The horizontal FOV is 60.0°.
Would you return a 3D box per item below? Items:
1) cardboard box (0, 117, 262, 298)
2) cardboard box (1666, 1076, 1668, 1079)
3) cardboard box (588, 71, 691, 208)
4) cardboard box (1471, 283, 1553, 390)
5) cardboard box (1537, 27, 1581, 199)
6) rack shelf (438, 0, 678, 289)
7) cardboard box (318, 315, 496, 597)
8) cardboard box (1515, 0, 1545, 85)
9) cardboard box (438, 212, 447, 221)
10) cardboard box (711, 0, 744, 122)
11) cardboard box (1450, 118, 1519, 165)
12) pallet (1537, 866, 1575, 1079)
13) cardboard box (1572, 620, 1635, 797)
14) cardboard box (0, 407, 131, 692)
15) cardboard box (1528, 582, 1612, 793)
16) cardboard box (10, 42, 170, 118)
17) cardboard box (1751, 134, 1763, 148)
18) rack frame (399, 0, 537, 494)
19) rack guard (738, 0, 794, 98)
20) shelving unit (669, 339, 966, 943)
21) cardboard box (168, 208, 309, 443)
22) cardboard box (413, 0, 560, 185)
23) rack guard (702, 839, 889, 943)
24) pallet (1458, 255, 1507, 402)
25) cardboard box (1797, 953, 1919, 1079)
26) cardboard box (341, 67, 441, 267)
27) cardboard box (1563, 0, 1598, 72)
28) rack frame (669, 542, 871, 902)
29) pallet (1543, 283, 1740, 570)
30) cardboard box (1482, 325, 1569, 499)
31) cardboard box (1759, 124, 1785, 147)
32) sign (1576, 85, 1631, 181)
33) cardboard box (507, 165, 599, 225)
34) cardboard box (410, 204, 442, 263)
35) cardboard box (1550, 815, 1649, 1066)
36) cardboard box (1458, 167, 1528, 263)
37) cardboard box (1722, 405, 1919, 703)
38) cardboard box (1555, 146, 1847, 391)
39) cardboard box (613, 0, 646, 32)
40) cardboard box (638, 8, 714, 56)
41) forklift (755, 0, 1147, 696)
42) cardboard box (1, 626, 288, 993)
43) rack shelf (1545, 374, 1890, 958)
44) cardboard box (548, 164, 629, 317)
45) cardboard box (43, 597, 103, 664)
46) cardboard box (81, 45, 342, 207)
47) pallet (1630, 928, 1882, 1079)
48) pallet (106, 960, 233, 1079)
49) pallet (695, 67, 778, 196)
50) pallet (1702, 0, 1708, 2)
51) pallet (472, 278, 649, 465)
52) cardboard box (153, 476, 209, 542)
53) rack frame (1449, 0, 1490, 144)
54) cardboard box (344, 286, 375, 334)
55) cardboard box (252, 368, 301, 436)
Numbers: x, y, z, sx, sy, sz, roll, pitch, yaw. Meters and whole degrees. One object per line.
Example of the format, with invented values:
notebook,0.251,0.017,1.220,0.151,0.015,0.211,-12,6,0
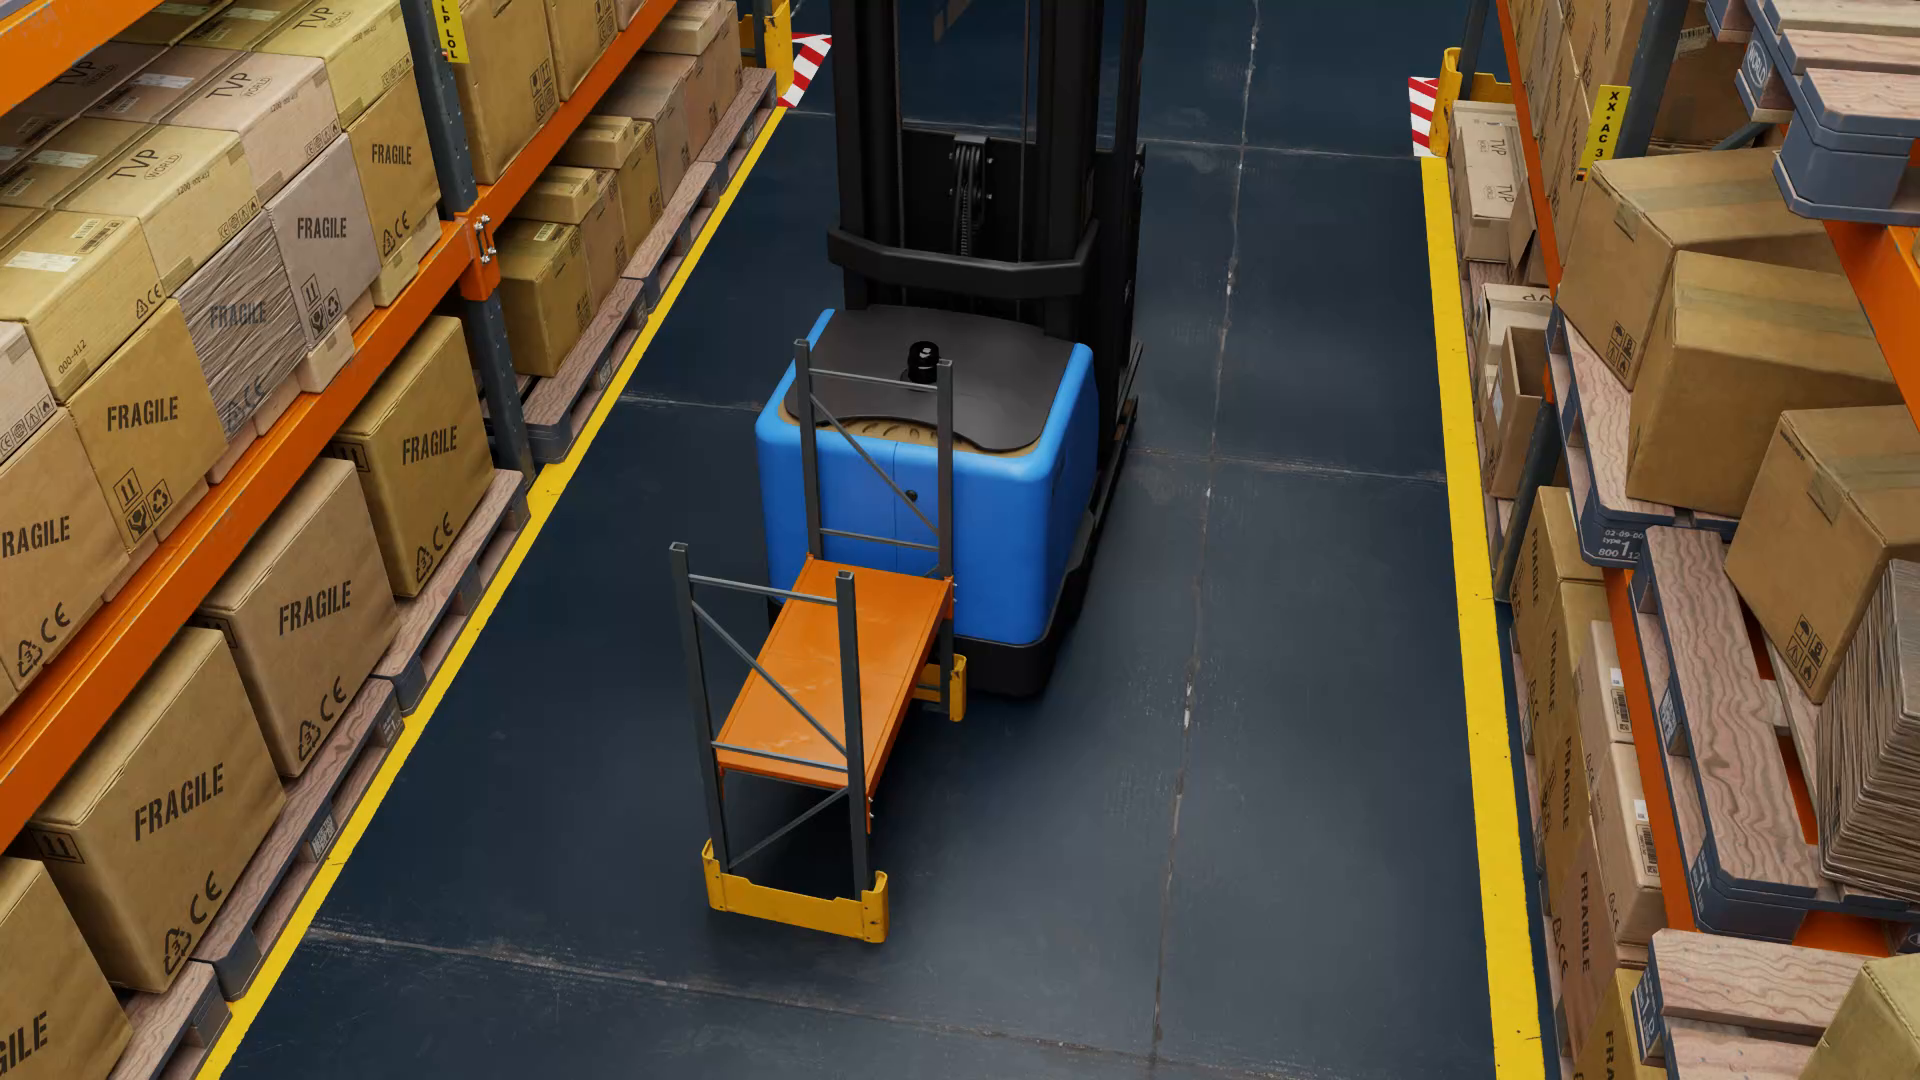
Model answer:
cardboard box,-2.318,-0.928,4.602,0.500,0.250,0.500,7,40,9
cardboard box,1.821,1.471,3.644,0.500,0.250,0.500,8,40,9
cardboard box,-1.806,-2.068,8.529,0.700,0.500,0.500,5,40,6
cardboard box,2.525,-0.888,7.235,0.500,0.311,0.500,6,40,8
cardboard box,2.498,-1.599,6.252,0.500,0.500,0.500,7,40,9
rack shelf,-1.957,-2.417,7.884,1.077,0.370,4.000,6,40,8
cardboard box,-2.288,-0.350,6.177,0.750,0.750,0.750,7,40,8
cardboard box,2.670,-2.242,7.029,0.500,0.500,0.500,7,40,8
cardboard box,-2.293,-1.277,7.063,0.380,0.149,0.250,6,40,7
cardboard box,-1.634,-2.698,9.291,0.700,0.500,0.500,6,40,8
cardboard box,2.814,-2.101,8.816,0.380,0.166,0.250,6,40,8
pallet,2.264,1.462,4.816,1.003,0.211,1.213,6,40,8
cardboard box,2.080,0.514,4.802,0.500,0.250,0.500,6,40,8
cardboard box,-2.472,-0.005,4.075,0.500,0.500,0.500,6,40,7
cardboard box,2.171,0.511,5.394,0.500,0.500,0.500,7,40,8
cardboard box,-2.723,-1.300,5.052,0.500,0.250,0.500,7,40,8
cardboard box,2.933,-1.224,5.797,0.500,0.500,0.500,7,40,9
rack frame,-2.303,-1.439,6.137,1.000,3.000,0.127,6,40,8
rack guard,-1.607,-3.001,9.988,1.175,0.500,0.348,6,40,8
shelving unit,-0.391,0.312,5.196,0.587,1.500,1.083,9,40,11
cardboard box,-2.309,-0.647,4.851,0.500,0.500,0.500,6,40,8
cardboard box,-2.193,-1.893,6.451,0.980,0.700,0.700,7,40,8
rack guard,-0.514,1.101,5.222,0.587,0.250,0.087,9,40,11
pallet,2.905,-1.019,7.817,1.003,0.211,1.213,6,40,8
cardboard box,1.882,1.007,2.770,0.700,0.500,0.500,-6,40,-7
cardboard box,-2.135,-1.282,5.620,0.500,0.500,0.500,6,40,7
cardboard box,2.495,-1.987,5.936,0.500,0.500,0.500,6,40,7
rack frame,-0.519,0.631,4.810,0.500,1.500,0.032,9,40,11
pallet,2.331,-0.332,4.948,1.003,0.211,1.213,6,40,8
cardboard box,2.396,-0.490,6.605,0.500,0.500,0.500,6,40,8
cardboard box,2.935,-1.584,5.448,0.500,0.500,0.500,7,40,9
sign,2.041,-1.284,5.269,0.100,0.325,0.005,6,40,8
cardboard box,-1.834,-1.540,7.382,0.380,0.149,0.250,8,40,9
cardboard box,-2.083,-1.107,5.916,0.380,0.149,0.250,7,40,8
cardboard box,1.990,1.141,4.632,0.500,0.500,0.500,5,40,6
cardboard box,2.722,-1.578,8.117,0.500,0.250,0.500,6,40,8
cardboard box,2.332,0.020,3.964,0.700,0.500,0.500,-3,40,-4
cardboard box,2.274,-0.823,4.983,0.700,0.500,0.500,-6,40,-7
cardboard box,-1.945,-2.809,7.558,0.980,0.700,0.700,5,40,6
cardboard box,-1.520,-2.686,8.768,0.380,0.149,0.250,7,40,9
forklift,0.157,-1.518,6.286,1.130,2.935,3.031,9,40,11
cardboard box,-2.581,0.742,4.856,0.750,0.750,0.750,6,40,7
rack shelf,2.230,0.637,4.190,1.077,0.370,4.000,6,40,8
cardboard box,-1.983,-1.411,7.734,0.700,0.500,0.500,6,40,7
cardboard box,-2.515,0.169,4.373,0.380,0.149,0.250,7,40,8
cardboard box,-2.230,-1.248,4.989,0.500,0.250,0.500,7,40,9
pallet,1.932,1.256,3.027,1.213,0.211,1.003,6,40,8
pallet,-2.785,1.659,4.577,1.003,0.211,1.213,6,40,8
pallet,-1.672,-2.364,9.444,1.003,0.211,1.213,6,40,8
pallet,2.395,-1.577,4.097,1.213,0.211,1.003,6,40,8
pallet,-2.094,-0.833,7.592,1.003,0.211,1.213,6,40,8
cardboard box,-2.403,-0.149,4.757,0.380,0.149,0.250,8,40,9
rack frame,3.269,-3.406,8.515,1.000,3.000,0.127,6,40,8
cardboard box,-2.192,-0.788,5.531,0.380,0.149,0.250,8,40,9
cardboard box,-2.288,-0.470,5.146,0.380,0.149,0.250,6,40,8
